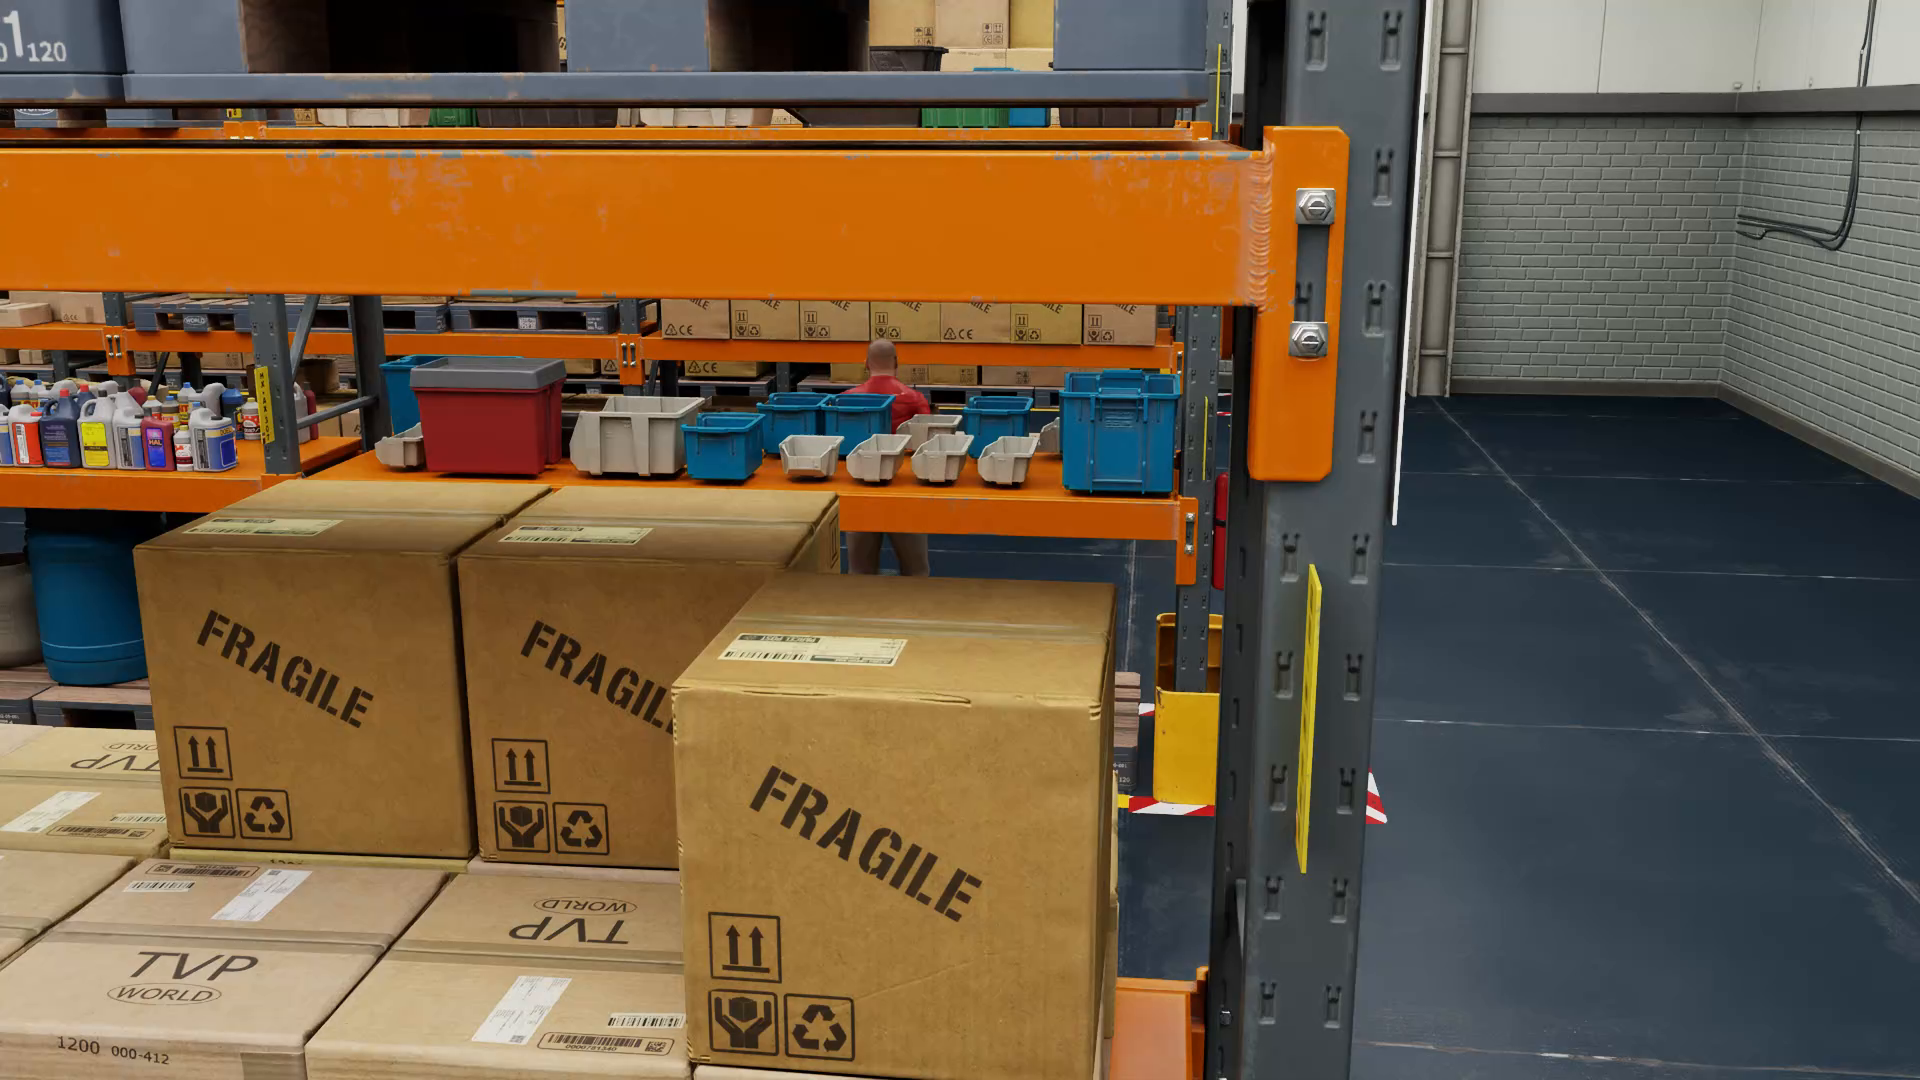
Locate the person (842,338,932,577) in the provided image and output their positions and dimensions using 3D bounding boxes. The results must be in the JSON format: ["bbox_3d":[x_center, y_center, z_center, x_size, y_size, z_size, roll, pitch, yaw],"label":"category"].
[{"bbox_3d":[-0.394,-0.201,8.827,0.585,1.727,0.393,2,14,7],"label":"person"}]
